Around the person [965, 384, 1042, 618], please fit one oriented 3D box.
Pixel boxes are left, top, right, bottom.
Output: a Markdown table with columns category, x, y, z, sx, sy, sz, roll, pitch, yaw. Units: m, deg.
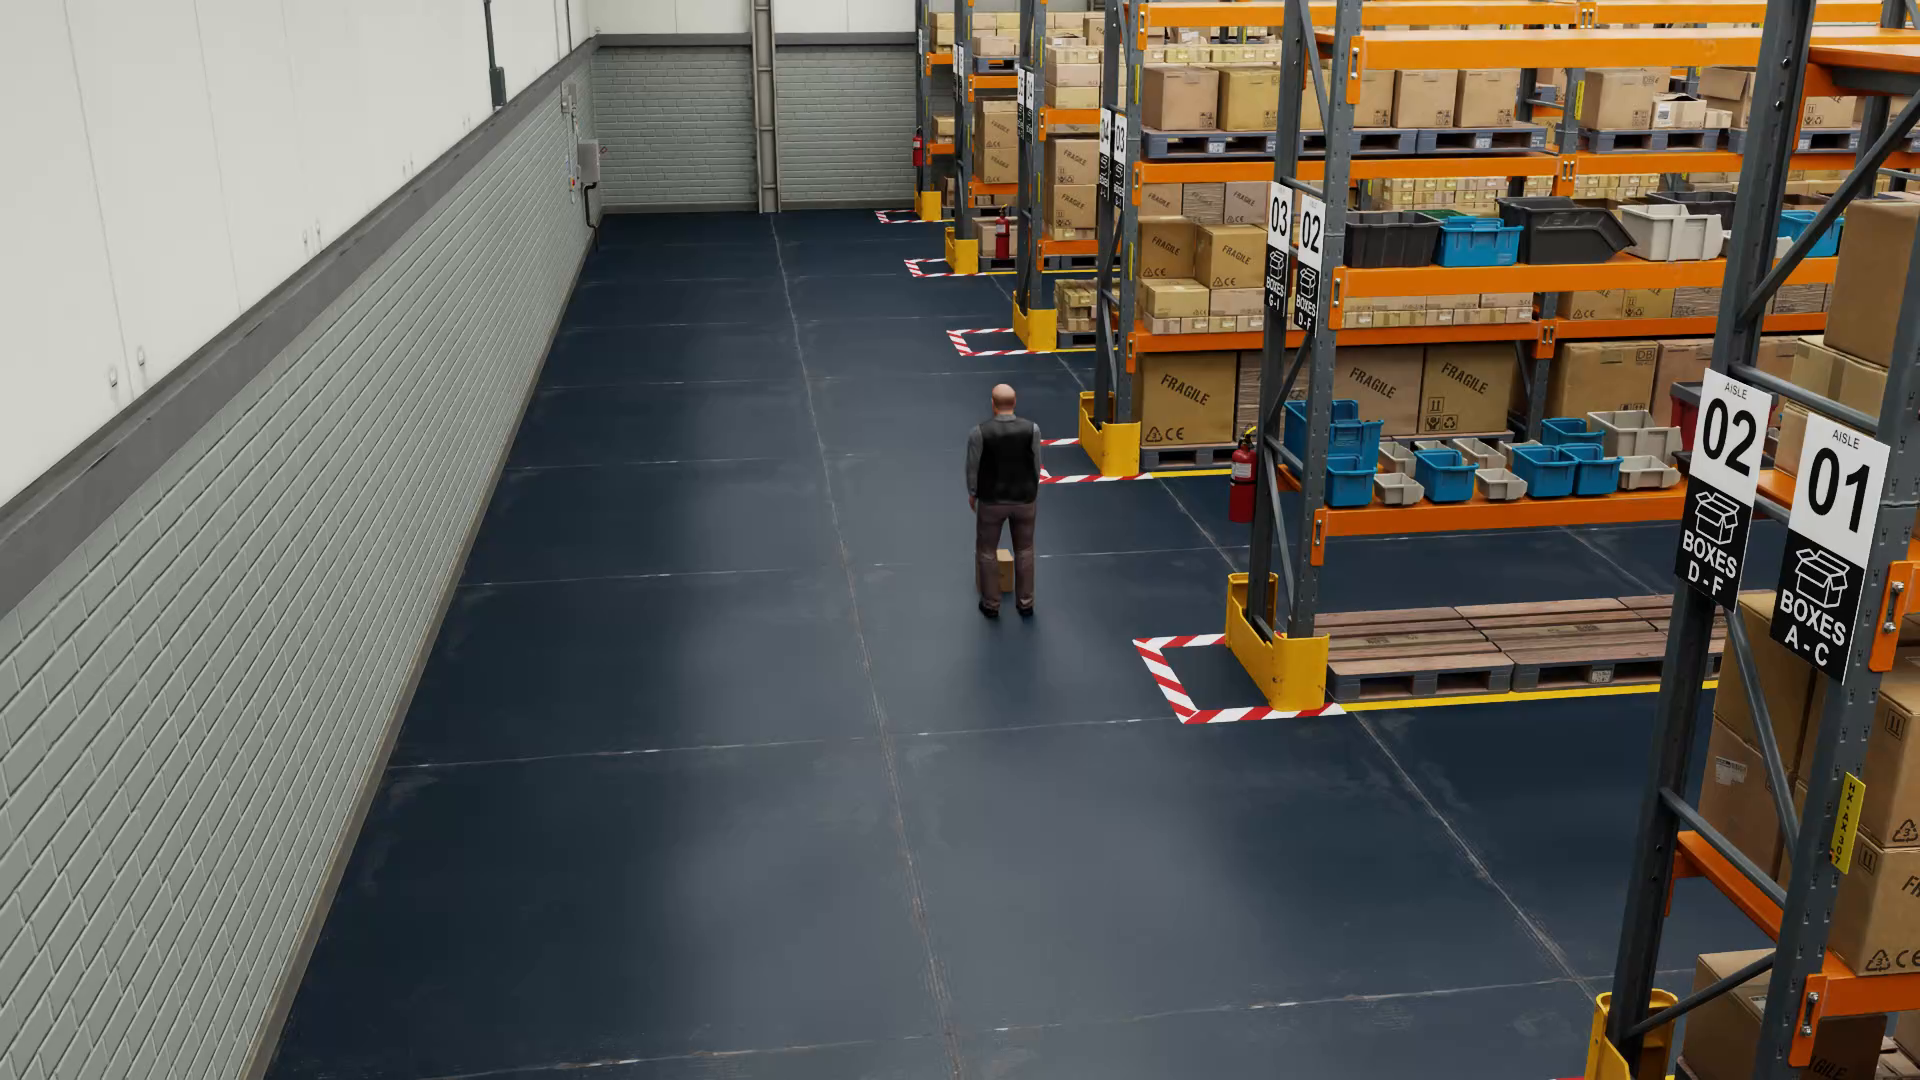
| category | x | y | z | sx | sy | sz | roll | pitch | yaw |
| --- | --- | --- | --- | --- | --- | --- | --- | --- | --- |
| person | 0.309 | -0.273 | 11.913 | 0.546 | 1.697 | 0.385 | -2 | 20 | -7 |
